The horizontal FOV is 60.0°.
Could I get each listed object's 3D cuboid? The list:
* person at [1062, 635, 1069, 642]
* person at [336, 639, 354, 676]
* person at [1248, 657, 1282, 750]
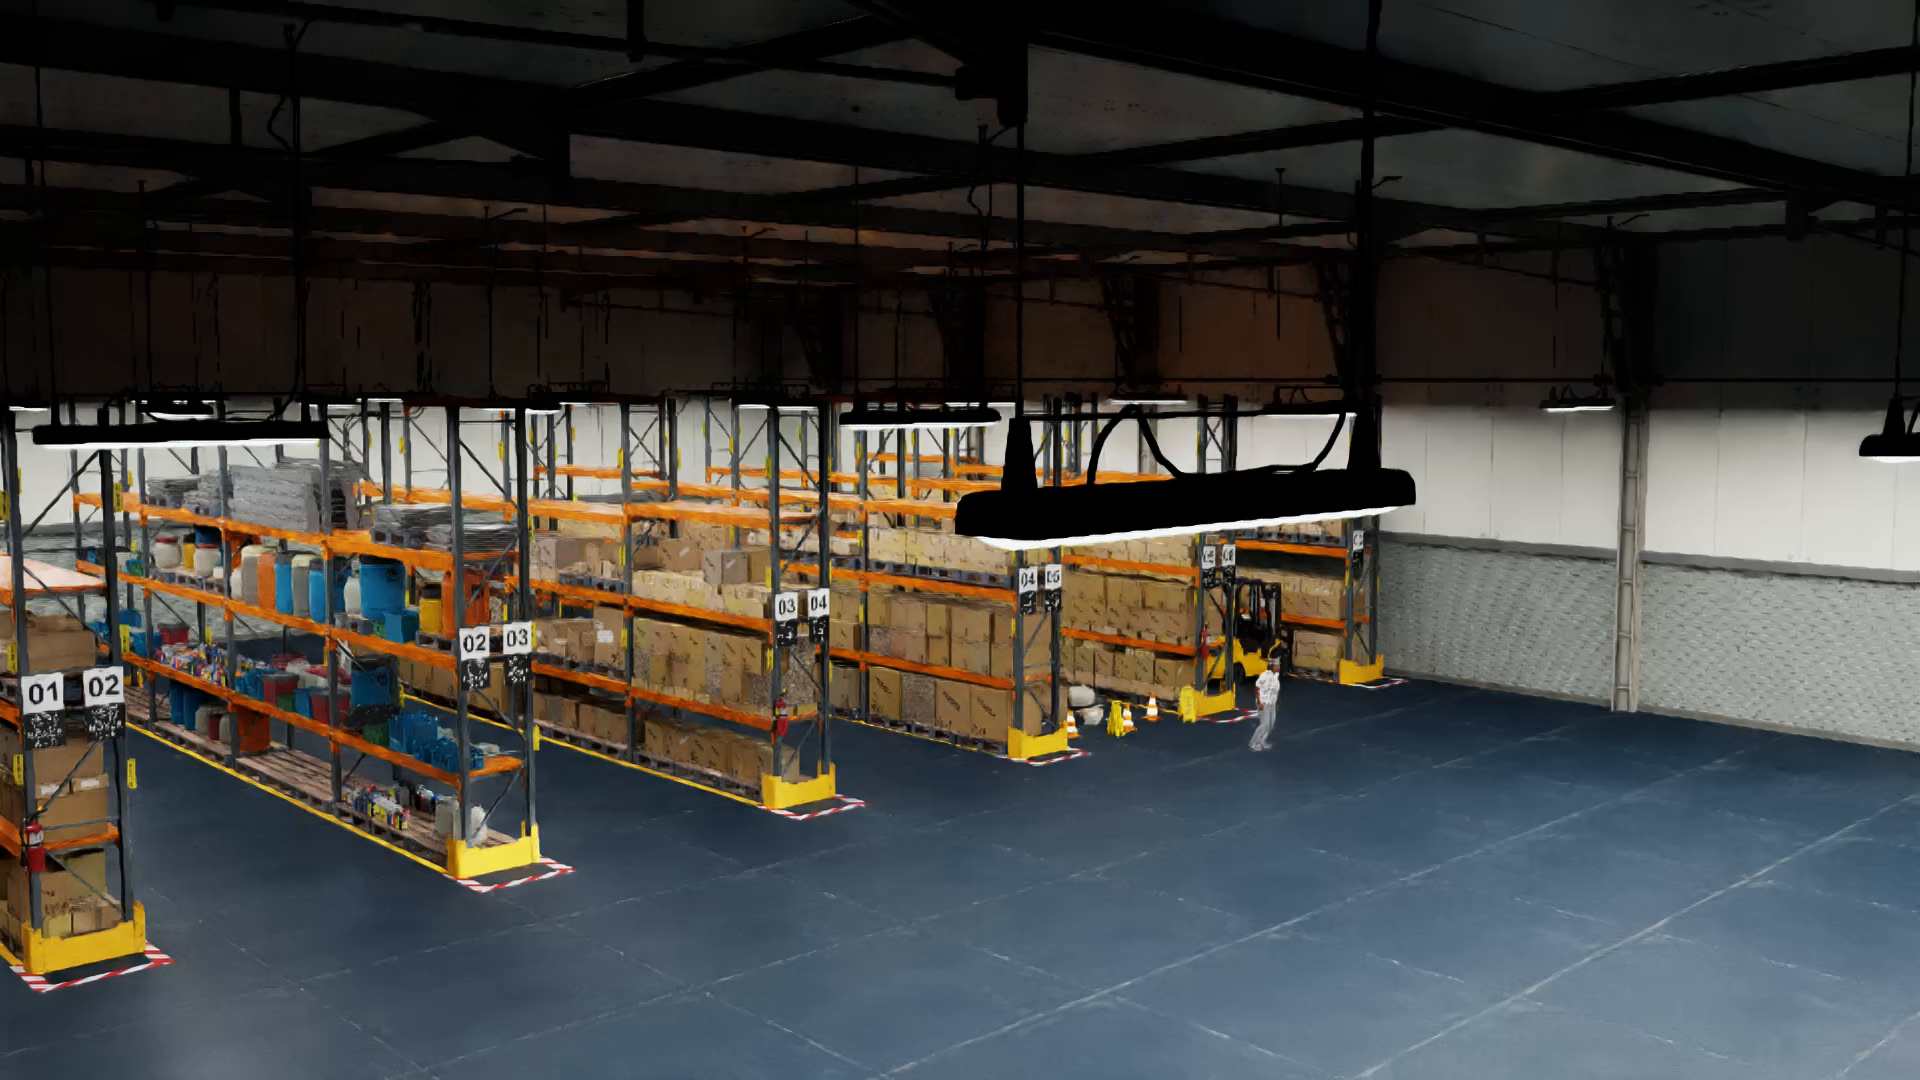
[{"bbox_3d":[2.355,1.851,37.014,0.479,1.785,0.616,-1,6,-14],"label":"person"},{"bbox_3d":[-12.027,2.355,32.411,0.522,1.668,0.564,-3,6,-25],"label":"person"},{"bbox_3d":[5.247,2.780,28.444,0.526,1.629,0.592,5,8,44],"label":"person"}]
